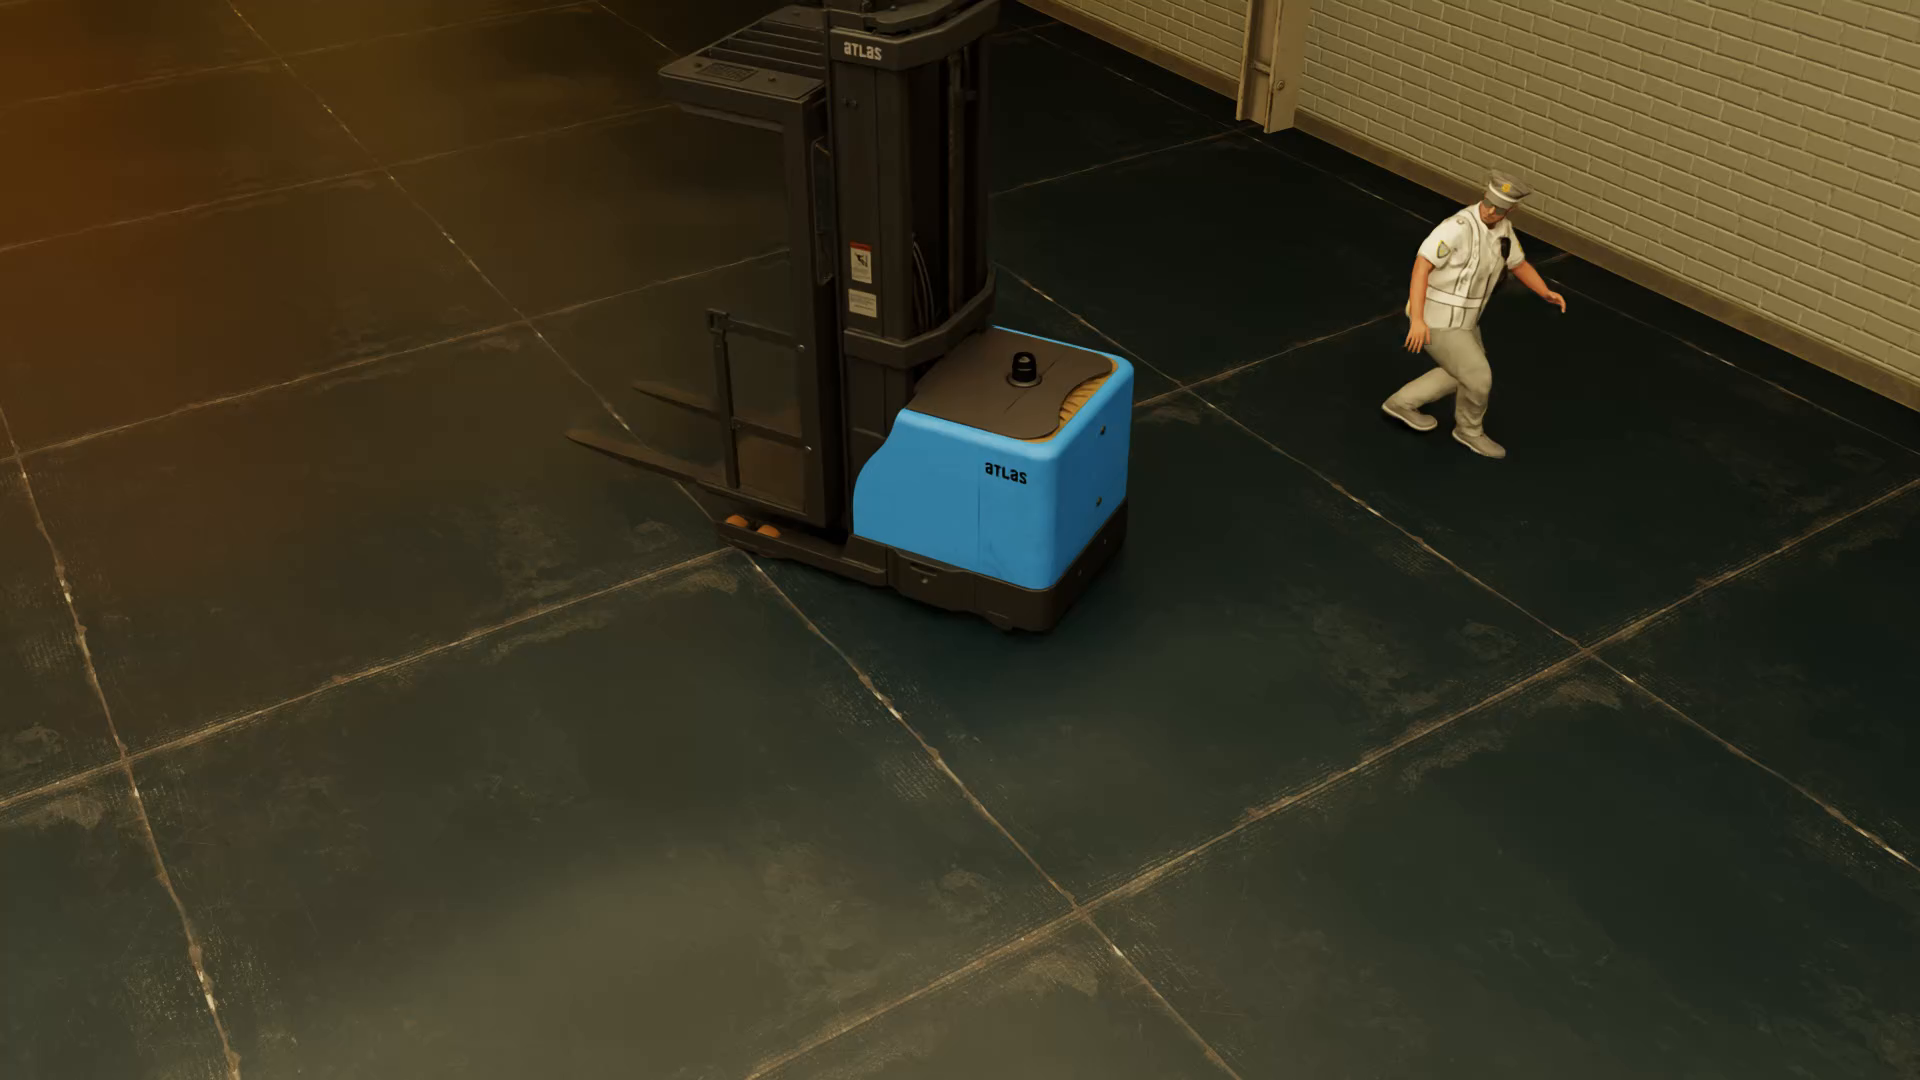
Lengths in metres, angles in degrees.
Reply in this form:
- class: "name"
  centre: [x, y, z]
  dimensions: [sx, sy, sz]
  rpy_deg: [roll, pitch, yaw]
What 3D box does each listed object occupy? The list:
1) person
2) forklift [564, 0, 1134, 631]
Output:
- class: "person"
  centre: [2.758, -1.169, 8.962]
  dimensions: [0.863, 1.642, 0.873]
  rpy_deg: [22, 41, 29]
- class: "forklift"
  centre: [-0.684, -1.355, 8.077]
  dimensions: [3.031, 2.935, 1.130]
  rpy_deg: [17, 39, 23]
